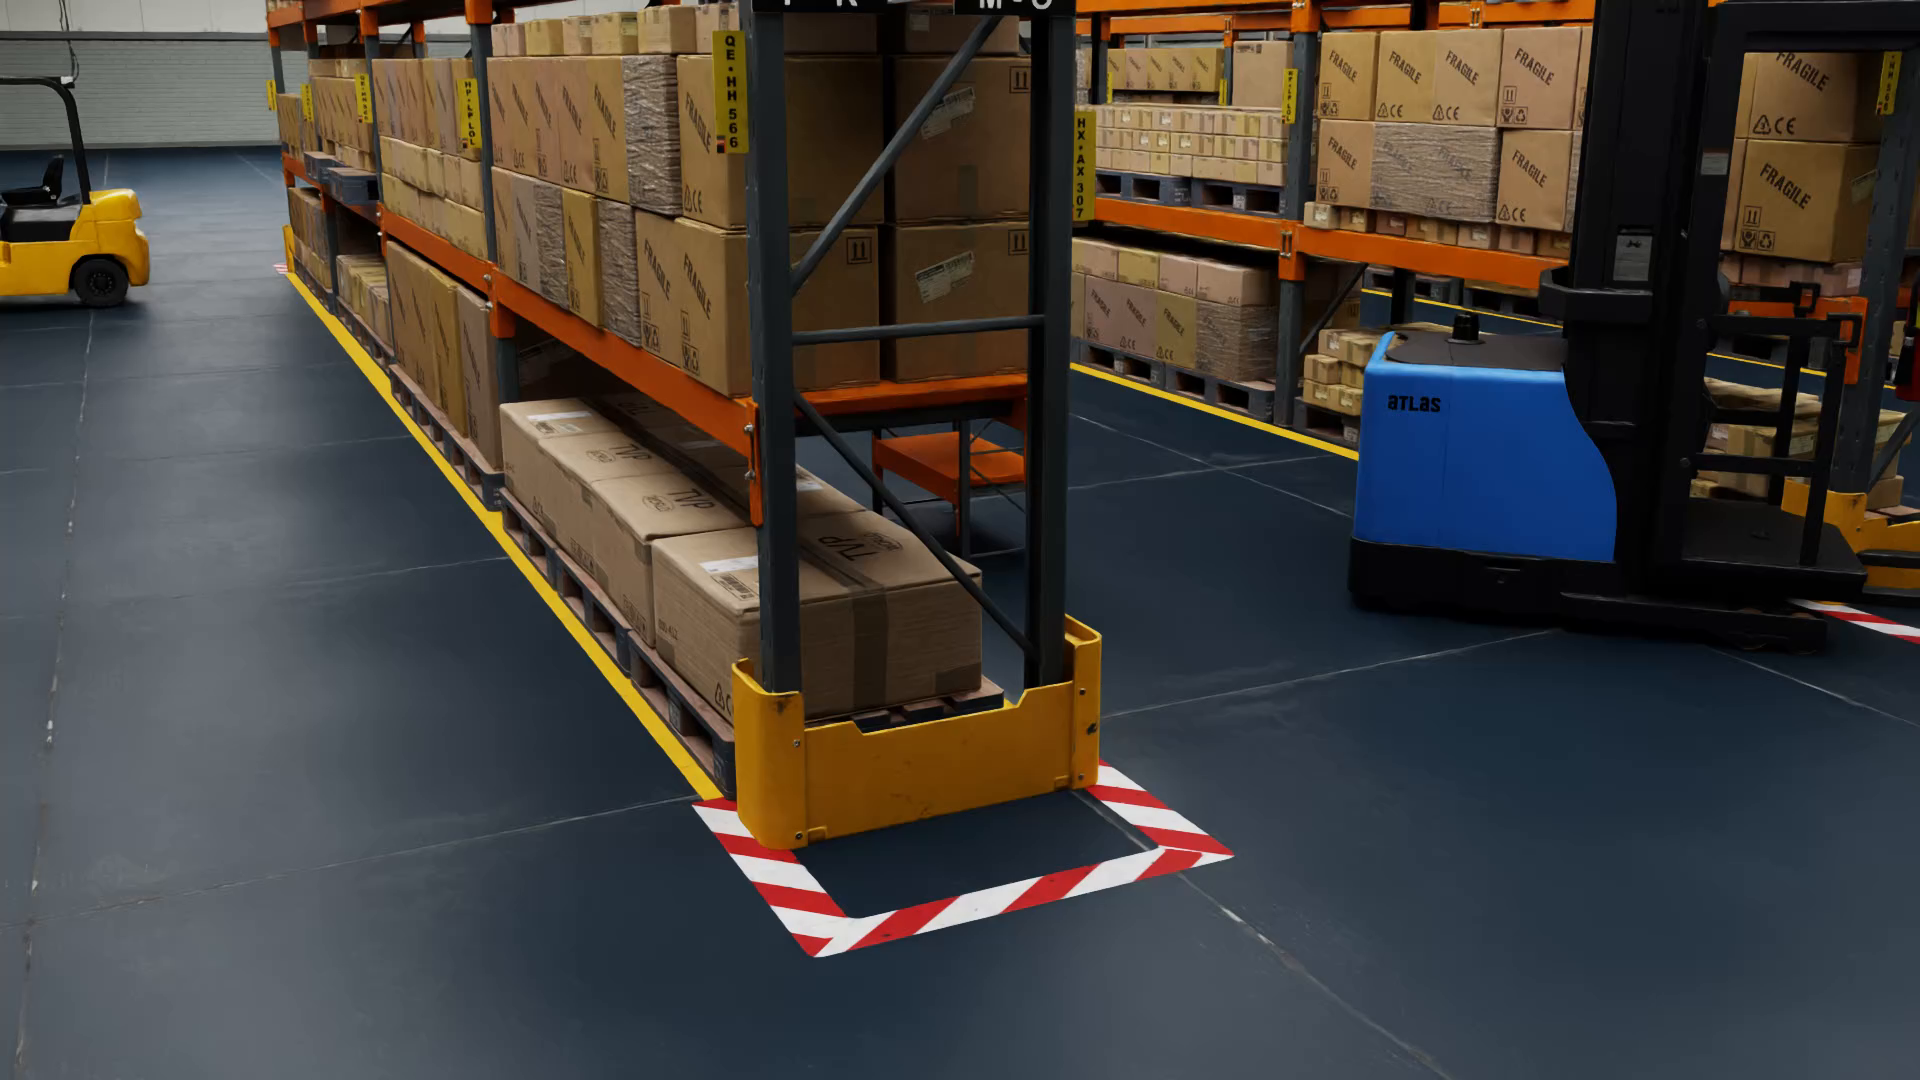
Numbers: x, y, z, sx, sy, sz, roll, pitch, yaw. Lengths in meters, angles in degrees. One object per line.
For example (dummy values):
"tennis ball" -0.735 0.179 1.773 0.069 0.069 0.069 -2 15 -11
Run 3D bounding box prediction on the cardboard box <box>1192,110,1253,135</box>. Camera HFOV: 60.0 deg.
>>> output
"cardboard box" 1.824 -2.875 11.446 0.380 0.149 0.250 -8 18 -25

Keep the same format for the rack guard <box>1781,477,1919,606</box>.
"rack guard" 4.240 -0.061 7.558 1.175 0.500 0.348 -8 18 -25

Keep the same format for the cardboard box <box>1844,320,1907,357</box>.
"cardboard box" 7.241 -1.817 12.236 0.875 0.875 0.875 -8 18 -25

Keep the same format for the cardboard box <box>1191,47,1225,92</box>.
"cardboard box" 3.074 -5.544 19.598 0.500 0.500 0.500 -8 18 -25

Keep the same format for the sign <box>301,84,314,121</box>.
"sign" -5.874 -3.945 14.990 0.100 0.325 0.005 -8 18 -25

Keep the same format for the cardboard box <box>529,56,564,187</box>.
"cardboard box" -1.464 -1.740 6.881 0.500 0.500 0.500 -7 18 -24

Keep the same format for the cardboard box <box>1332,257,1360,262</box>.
"cardboard box" 4.450 -3.251 17.877 0.700 0.500 0.500 -6 17 -20

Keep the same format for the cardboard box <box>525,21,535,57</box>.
"cardboard box" -1.650 -2.155 7.151 0.380 0.149 0.250 -8 18 -25

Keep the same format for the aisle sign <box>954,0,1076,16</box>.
"aisle sign" 0.160 -1.888 4.677 0.394 0.787 0.004 -8 18 -25

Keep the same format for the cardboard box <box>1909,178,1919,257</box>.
"cardboard box" 4.324 -1.580 7.597 0.500 0.500 0.500 -7 17 -22

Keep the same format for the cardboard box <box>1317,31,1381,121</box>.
"cardboard box" 2.499 -2.766 9.919 0.500 0.500 0.500 -7 18 -24

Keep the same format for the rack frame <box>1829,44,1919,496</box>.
"rack frame" 4.273 -1.244 7.148 1.000 3.000 0.127 -8 18 -25

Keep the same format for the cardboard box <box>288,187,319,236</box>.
"cardboard box" -7.026 -3.590 18.185 0.500 0.500 0.500 -8 18 -27

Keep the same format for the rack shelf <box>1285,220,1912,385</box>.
"rack shelf" 3.397 -1.394 8.975 1.077 0.370 4.000 -8 18 -25

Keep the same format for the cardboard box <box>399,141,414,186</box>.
"cardboard box" -3.205 -2.364 10.415 0.500 0.250 0.500 -8 18 -25

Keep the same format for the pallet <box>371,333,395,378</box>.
"pallet" -3.978 -1.458 12.949 1.003 0.211 1.213 -8 18 -25

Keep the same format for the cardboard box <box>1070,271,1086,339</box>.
"cardboard box" 1.072 -1.898 13.196 0.500 0.500 0.500 -7 18 -24

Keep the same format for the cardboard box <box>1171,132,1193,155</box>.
"cardboard box" 1.709 -2.794 11.703 0.380 0.149 0.250 -9 18 -28

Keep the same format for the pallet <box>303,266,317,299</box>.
"pallet" -6.254 -2.721 17.350 1.003 0.211 1.213 -8 18 -25

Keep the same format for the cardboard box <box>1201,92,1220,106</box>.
"cardboard box" 3.377 -5.104 19.878 0.875 0.500 0.500 -8 18 -25

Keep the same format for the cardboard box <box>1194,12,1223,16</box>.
"cardboard box" 3.084 -6.245 19.409 0.500 0.250 0.500 -7 17 -23

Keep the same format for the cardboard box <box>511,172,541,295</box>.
"cardboard box" -1.698 -1.387 7.466 0.500 0.500 0.500 -8 18 -25

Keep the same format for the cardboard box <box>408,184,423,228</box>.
"cardboard box" -3.184 -2.125 10.488 0.500 0.250 0.500 -7 17 -23

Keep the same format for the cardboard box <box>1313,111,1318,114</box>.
"cardboard box" 2.524 -2.888 11.494 0.380 0.149 0.250 -7 18 -24

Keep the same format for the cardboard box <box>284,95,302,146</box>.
"cardboard box" -6.730 -4.374 17.334 0.500 0.500 0.500 -8 18 -26

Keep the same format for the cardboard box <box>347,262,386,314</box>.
"cardboard box" -4.840 -2.227 14.577 0.950 0.372 0.625 -6 17 -21

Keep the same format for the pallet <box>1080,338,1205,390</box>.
"pallet" 1.640 -1.391 12.716 1.003 0.211 1.213 -8 18 -25

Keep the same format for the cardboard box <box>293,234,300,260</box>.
"cardboard box" -7.037 -3.235 18.309 0.500 0.250 0.500 -8 18 -25

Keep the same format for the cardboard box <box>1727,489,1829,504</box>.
"cardboard box" 3.855 -0.181 7.850 0.380 0.149 0.250 -7 18 -24

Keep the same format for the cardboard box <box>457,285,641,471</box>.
"cardboard box" -2.229 -0.937 9.169 0.875 0.875 0.875 -7 17 -23

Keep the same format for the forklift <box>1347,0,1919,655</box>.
"forklift" 3.262 -1.113 6.817 3.031 2.935 1.130 5 17 17

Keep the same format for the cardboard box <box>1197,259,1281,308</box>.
"cardboard box" 1.967 -1.751 11.325 0.500 0.250 0.500 -8 18 -26

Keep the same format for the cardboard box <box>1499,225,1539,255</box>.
"cardboard box" 3.130 -1.624 8.927 0.380 0.149 0.250 -7 17 -23

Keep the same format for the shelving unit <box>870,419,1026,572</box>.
"shelving unit" 0.003 -0.539 8.090 0.538 1.125 1.048 -8 18 -25

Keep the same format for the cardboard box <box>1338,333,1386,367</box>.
"cardboard box" 2.552 -1.167 10.209 0.380 0.149 0.250 -7 17 -22

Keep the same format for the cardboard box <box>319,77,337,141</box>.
"cardboard box" -5.018 -3.590 13.841 0.500 0.500 0.500 -8 18 -25

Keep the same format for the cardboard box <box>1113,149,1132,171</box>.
"cardboard box" 1.365 -2.845 12.421 0.380 0.149 0.250 -7 18 -24

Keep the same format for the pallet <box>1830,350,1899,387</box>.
"pallet" 7.286 -1.272 12.300 1.003 0.211 1.213 -8 18 -25

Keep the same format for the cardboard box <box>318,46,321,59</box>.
"cardboard box" -6.507 -5.033 17.818 0.700 0.500 0.500 -7 18 -24

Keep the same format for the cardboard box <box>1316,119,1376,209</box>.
"cardboard box" 2.511 -2.274 10.015 0.500 0.500 0.500 -8 18 -26

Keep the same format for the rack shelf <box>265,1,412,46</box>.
"rack shelf" -6.266 -5.188 16.758 1.077 0.370 4.000 -8 18 -25

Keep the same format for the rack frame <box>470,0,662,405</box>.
"rack frame" -1.885 -1.613 8.432 1.000 3.000 0.127 -8 18 -25

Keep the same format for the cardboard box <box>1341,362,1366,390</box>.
"cardboard box" 2.583 -1.030 10.269 0.380 0.149 0.250 -8 18 -25

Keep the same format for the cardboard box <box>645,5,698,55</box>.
"cardboard box" -0.791 -1.640 5.357 0.380 0.149 0.250 -8 18 -25

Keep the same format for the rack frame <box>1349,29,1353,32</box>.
"rack frame" 6.219 -6.384 25.060 1.000 3.000 0.127 -8 18 -25

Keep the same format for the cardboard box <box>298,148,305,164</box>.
"cardboard box" -6.483 -3.896 16.846 0.380 0.149 0.250 -7 18 -24

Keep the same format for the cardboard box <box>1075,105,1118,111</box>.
"cardboard box" 1.020 -3.329 13.029 0.380 0.149 0.250 -8 18 -25

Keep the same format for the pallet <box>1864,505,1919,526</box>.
"pallet" 3.915 -0.128 8.315 1.003 0.211 1.213 -8 18 -25

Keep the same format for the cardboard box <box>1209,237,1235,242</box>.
"cardboard box" 3.379 -3.898 20.167 0.500 0.500 0.500 -8 18 -27

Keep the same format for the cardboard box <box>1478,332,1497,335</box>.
"cardboard box" 3.173 -1.177 10.243 0.380 0.149 0.250 -8 18 -25

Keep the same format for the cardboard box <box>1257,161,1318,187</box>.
"cardboard box" 2.168 -2.392 10.840 0.380 0.149 0.250 -8 18 -26

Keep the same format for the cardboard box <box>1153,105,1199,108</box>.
"cardboard box" 1.738 -3.335 13.051 0.380 0.149 0.250 -7 17 -23

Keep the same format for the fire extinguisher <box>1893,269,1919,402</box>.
"fire extinguisher" 3.968 -0.909 6.798 0.296 0.674 0.183 -8 18 -25

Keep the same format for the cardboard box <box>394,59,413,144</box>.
"cardboard box" -3.202 -2.729 10.330 0.500 0.500 0.500 -7 17 -23
